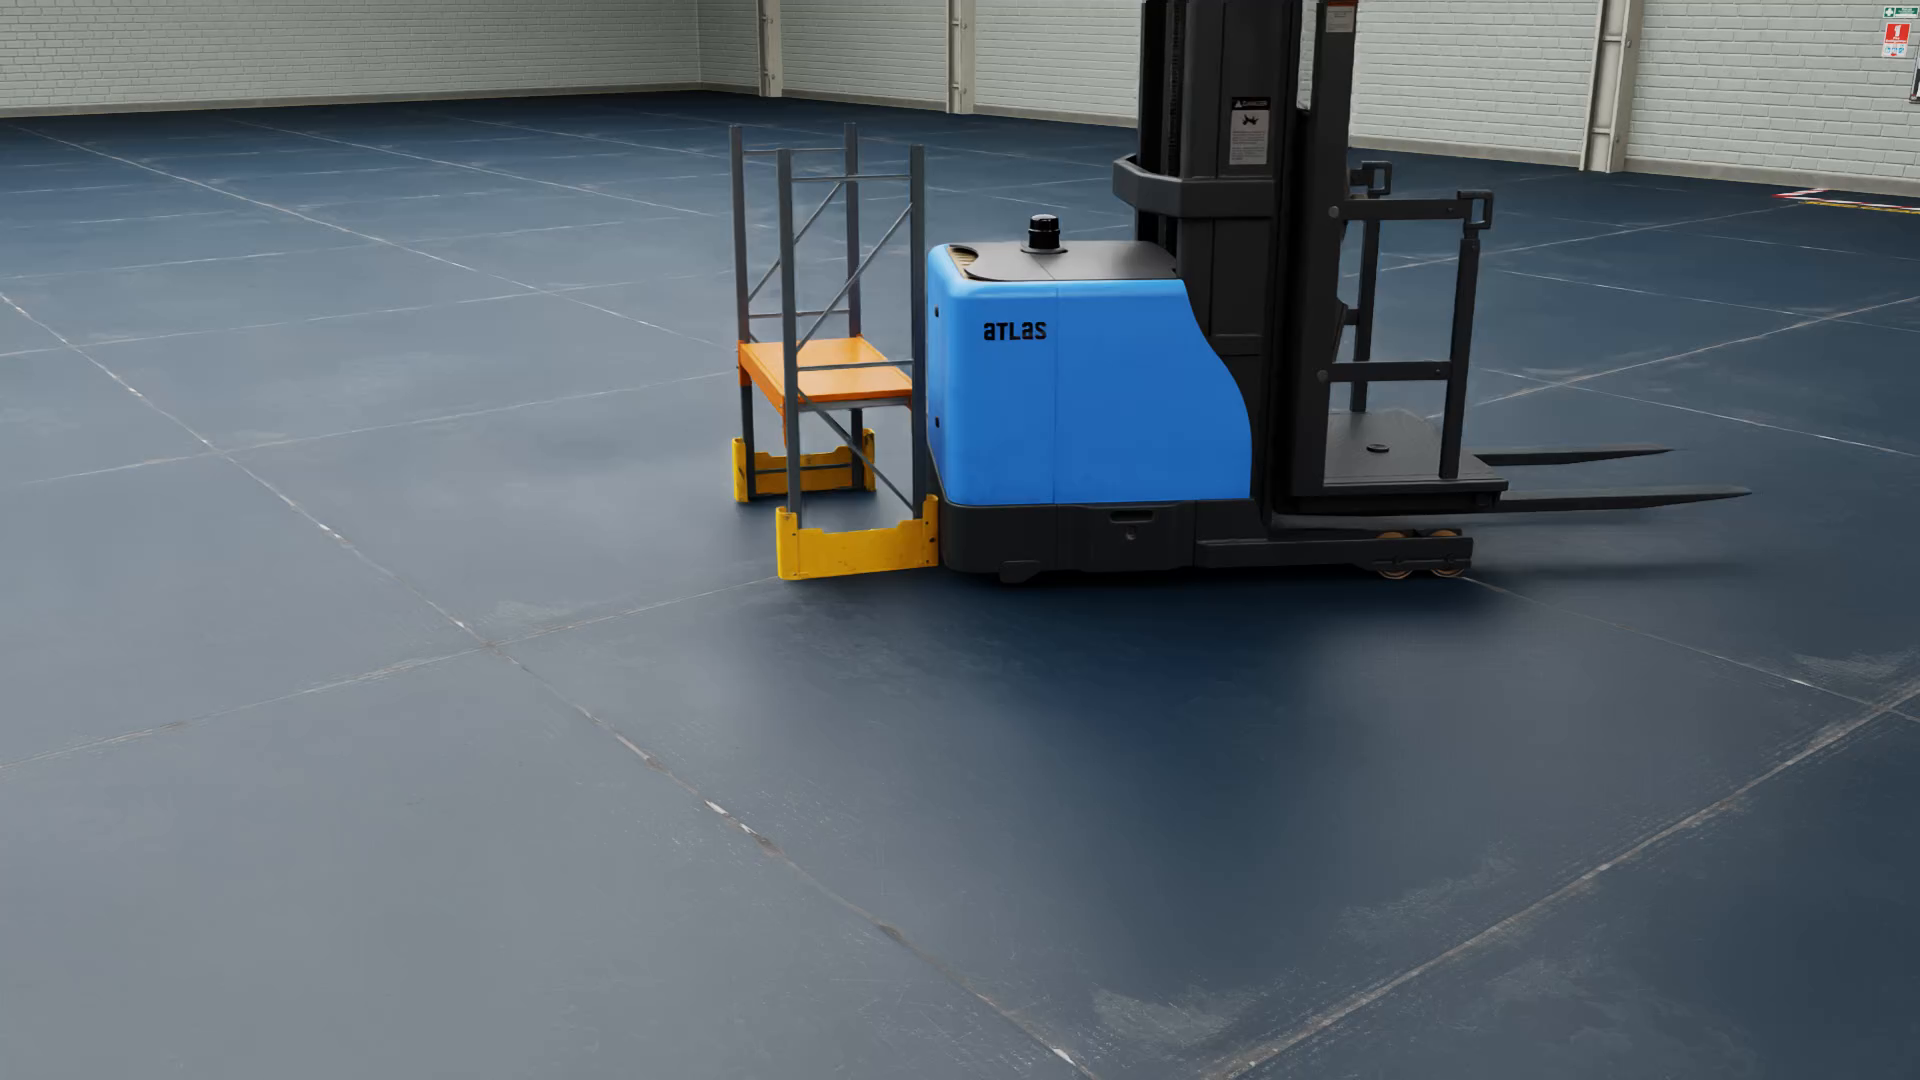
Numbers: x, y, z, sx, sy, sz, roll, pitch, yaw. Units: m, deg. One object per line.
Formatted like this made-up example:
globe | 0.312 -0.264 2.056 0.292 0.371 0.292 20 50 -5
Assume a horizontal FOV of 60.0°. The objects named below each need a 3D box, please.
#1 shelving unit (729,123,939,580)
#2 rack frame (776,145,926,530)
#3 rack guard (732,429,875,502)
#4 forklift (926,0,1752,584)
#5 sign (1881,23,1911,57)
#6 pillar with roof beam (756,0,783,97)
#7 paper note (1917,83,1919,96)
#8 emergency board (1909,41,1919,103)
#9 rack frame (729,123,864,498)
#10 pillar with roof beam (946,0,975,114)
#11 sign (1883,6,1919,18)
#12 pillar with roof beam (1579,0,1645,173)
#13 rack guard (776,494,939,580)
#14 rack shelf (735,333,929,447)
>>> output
shelving unit | -0.505 -0.755 6.257 0.587 1.500 1.083 -5 19 -15
rack frame | -0.366 -0.605 5.802 0.500 1.500 0.032 -5 19 -15
rack guard | -0.645 -0.312 6.908 0.587 0.250 0.087 -5 19 -15
forklift | 1.413 -1.414 5.971 3.031 2.935 1.130 -2 18 -5
sign | 9.418 -5.031 16.729 0.001 0.329 0.234 -14 23 -36
pillar with roof beam | -7.091 -12.163 28.780 9.100 9.000 0.400 -14 23 -36
paper note | 9.625 -4.497 16.573 0.016 0.148 0.142 -14 23 -36
emergency board | 9.690 -4.864 16.279 0.157 1.169 0.626 -14 23 -36
rack frame | -0.650 -0.911 6.729 0.500 1.500 0.032 -5 19 -15
pillar with roof beam | -3.366 -10.685 24.315 9.100 9.000 0.400 -14 23 -36
sign | 9.414 -5.280 16.637 0.001 0.109 0.331 -14 23 -36
pillar with roof beam | 4.085 -7.728 15.385 9.100 9.000 0.400 -14 23 -36
rack guard | -0.366 -0.012 6.000 0.587 0.250 0.087 -5 19 -15
rack shelf | -0.508 -0.587 6.322 0.538 0.185 1.000 -5 19 -15
